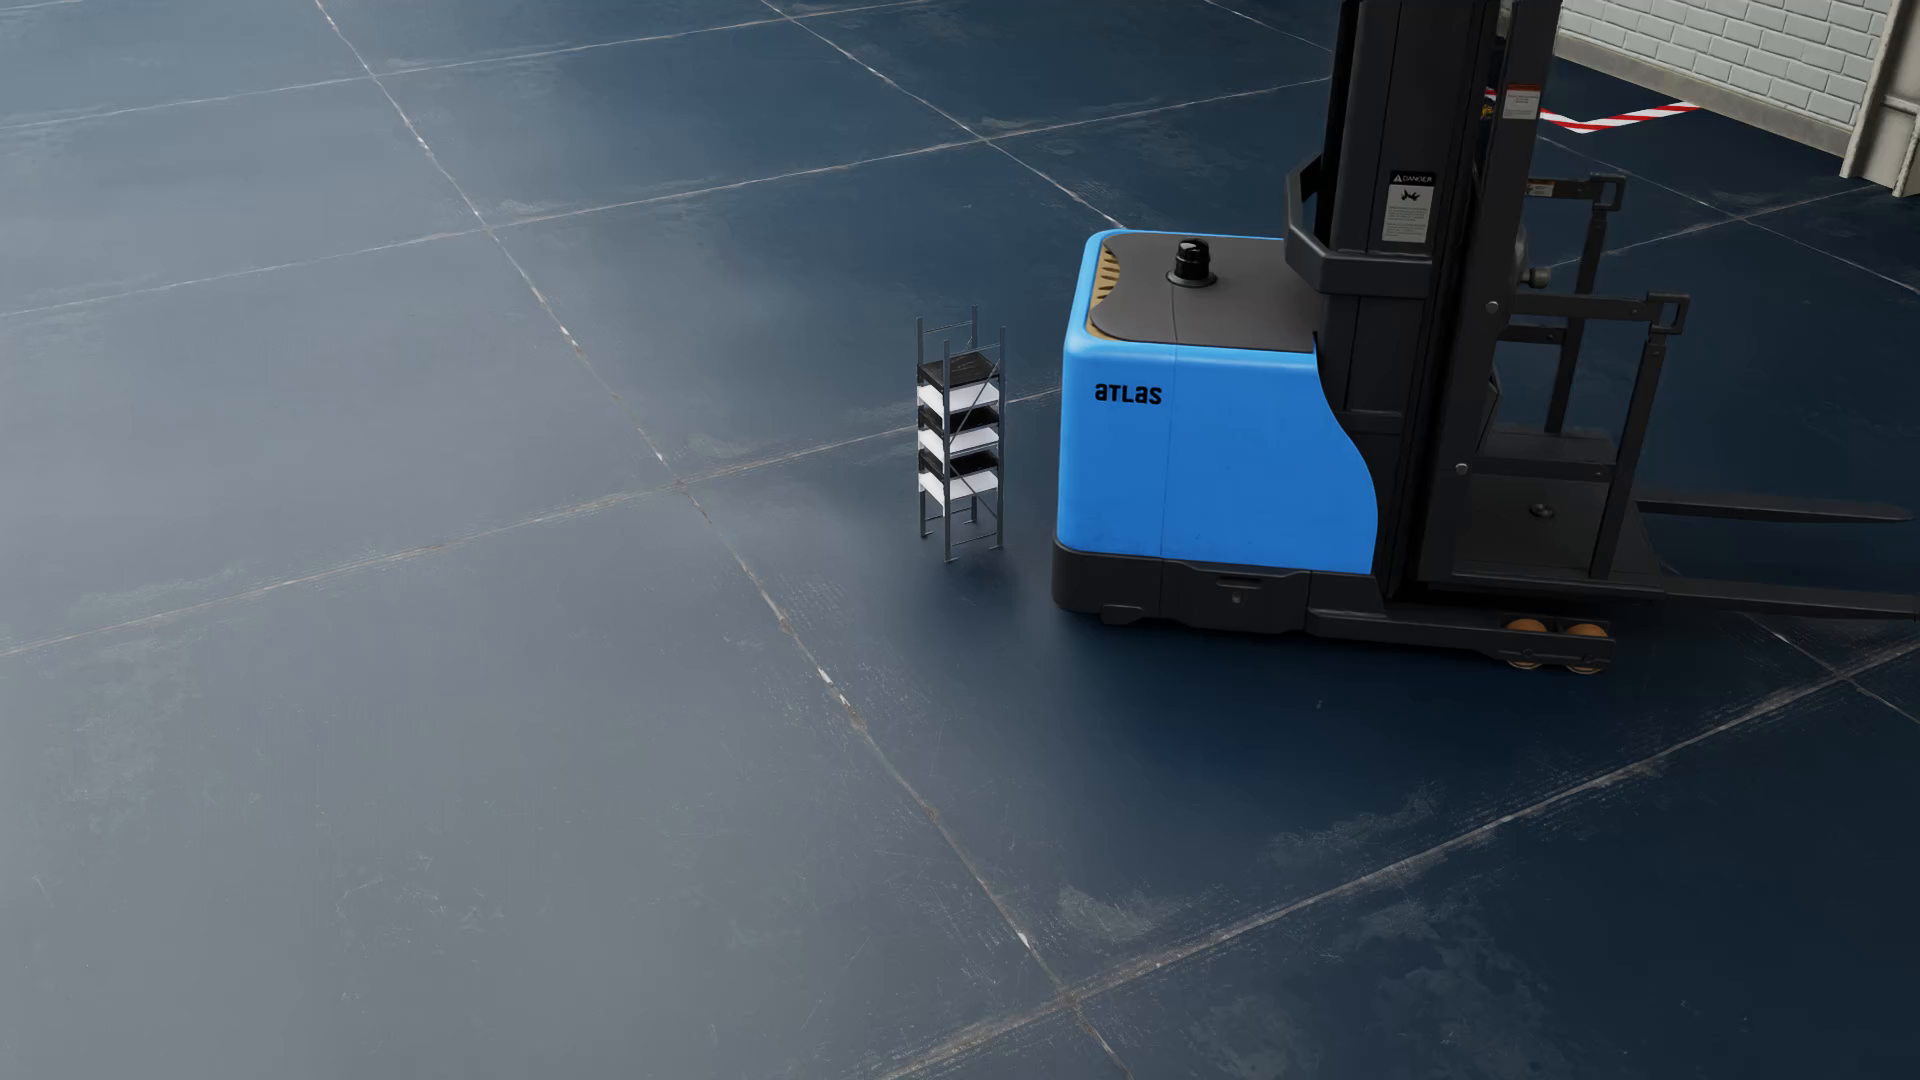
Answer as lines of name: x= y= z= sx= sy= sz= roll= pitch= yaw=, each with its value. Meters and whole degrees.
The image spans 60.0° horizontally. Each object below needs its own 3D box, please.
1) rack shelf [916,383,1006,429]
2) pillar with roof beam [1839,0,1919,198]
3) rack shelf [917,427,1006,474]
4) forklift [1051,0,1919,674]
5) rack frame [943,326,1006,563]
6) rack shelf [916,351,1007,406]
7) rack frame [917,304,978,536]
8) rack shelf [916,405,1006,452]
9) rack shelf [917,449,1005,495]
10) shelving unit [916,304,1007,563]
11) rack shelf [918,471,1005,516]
rack shelf: x=0.004 y=-0.499 z=5.922 sx=0.258 sy=0.077 sz=0.200 roll=-16 pitch=36 yaw=-23
pillar with roof beam: x=1.441 y=-4.734 z=5.298 sx=9.100 sy=9.000 sz=0.400 roll=-16 pitch=36 yaw=-23
rack shelf: x=0.004 y=-0.347 z=6.019 sx=0.258 sy=0.077 sz=0.200 roll=-16 pitch=36 yaw=-23
forklift: x=1.880 y=-1.095 z=5.242 sx=3.031 sy=2.935 sz=1.130 roll=5 pitch=33 yaw=7
rack frame: x=0.051 y=-0.327 z=5.925 sx=0.240 sy=0.900 sz=0.006 roll=-16 pitch=36 yaw=-23
rack shelf: x=0.004 y=-0.574 z=5.874 sx=0.258 sy=0.077 sz=0.200 roll=-16 pitch=36 yaw=-23
rack frame: x=-0.044 y=-0.424 z=6.077 sx=0.240 sy=0.900 sz=0.006 roll=-16 pitch=36 yaw=-23
rack shelf: x=0.004 y=-0.423 z=5.971 sx=0.258 sy=0.077 sz=0.200 roll=-16 pitch=36 yaw=-23
rack shelf: x=0.004 y=-0.271 z=6.068 sx=0.258 sy=0.077 sz=0.200 roll=-16 pitch=36 yaw=-23
shelving unit: x=0.004 y=-0.375 z=6.001 sx=0.258 sy=0.900 sz=0.210 roll=-16 pitch=36 yaw=-23
rack shelf: x=0.004 y=-0.195 z=6.116 sx=0.258 sy=0.077 sz=0.200 roll=-16 pitch=36 yaw=-23
